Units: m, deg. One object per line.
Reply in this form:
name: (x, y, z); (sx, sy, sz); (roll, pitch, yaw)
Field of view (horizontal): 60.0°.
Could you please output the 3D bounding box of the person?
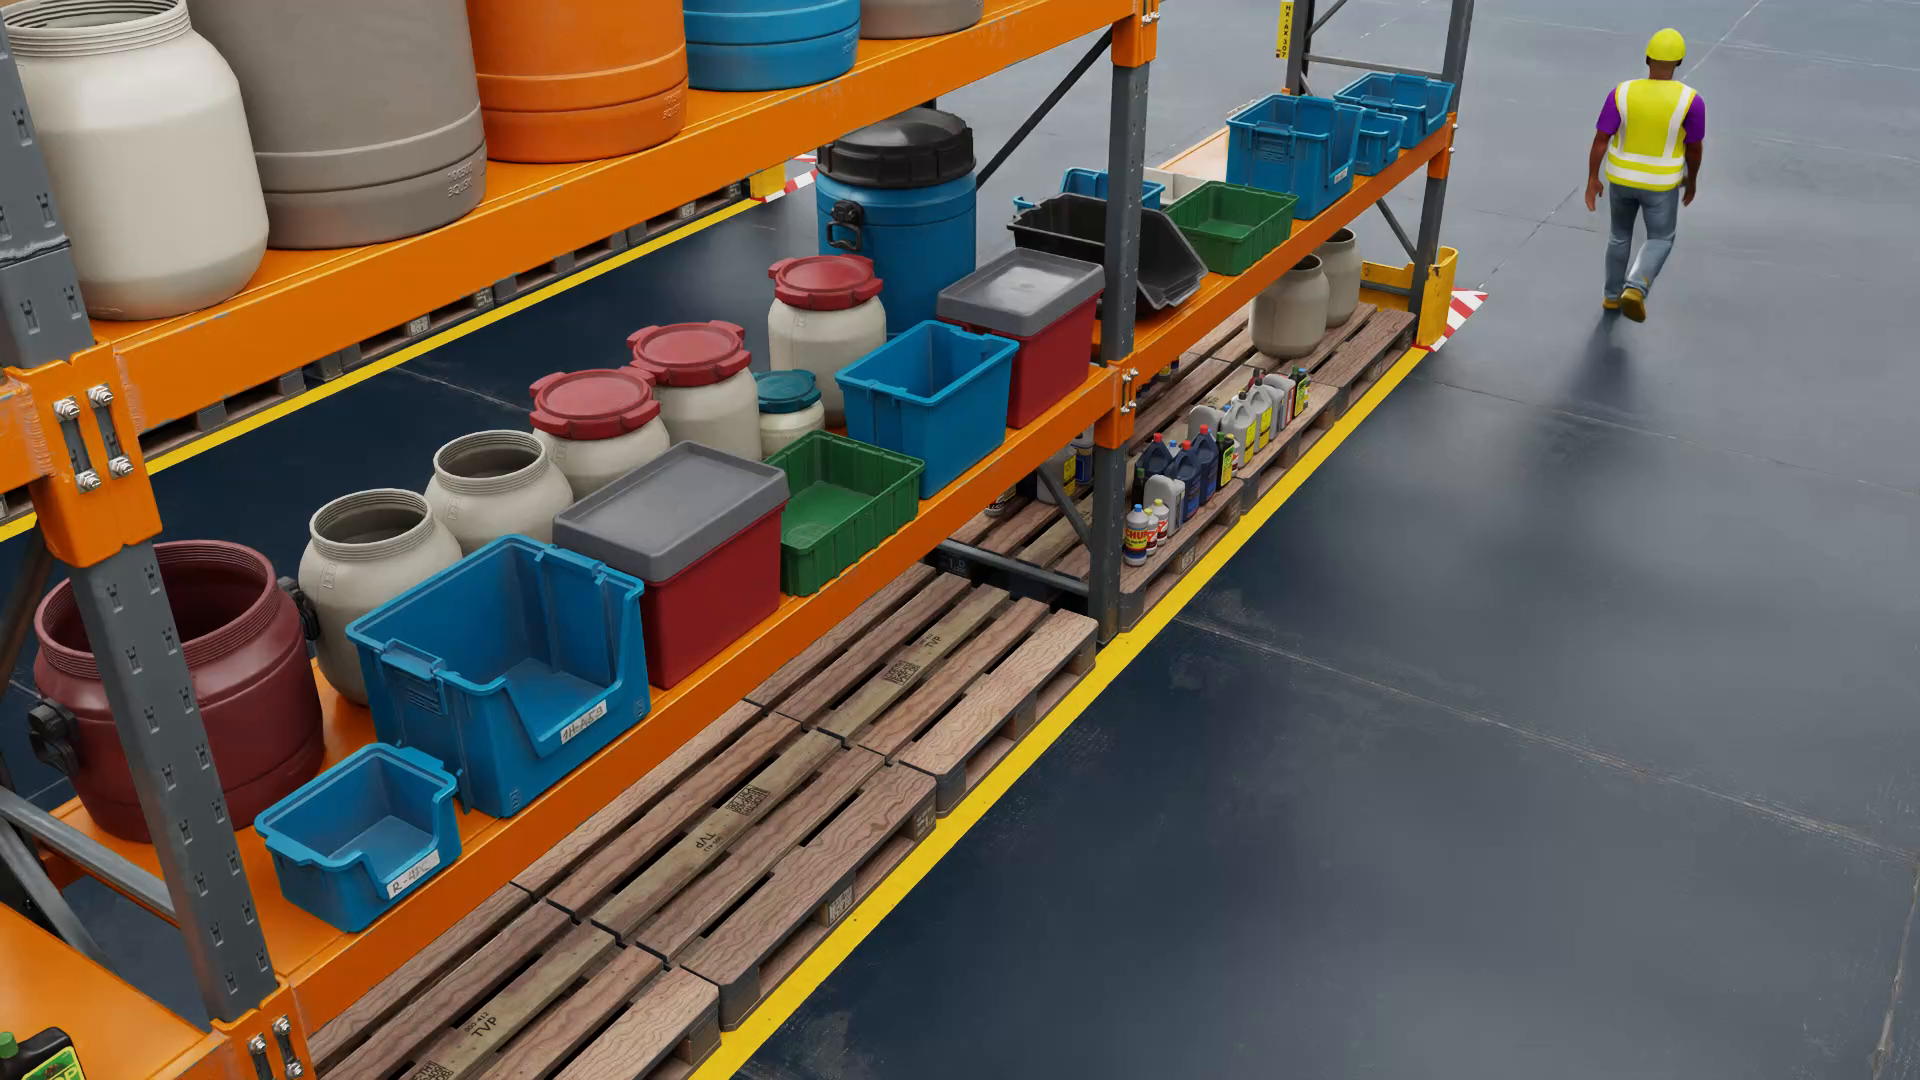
person: (3.997, -2.121, 9.736); (0.585, 1.736, 0.796); (18, 35, 28)
